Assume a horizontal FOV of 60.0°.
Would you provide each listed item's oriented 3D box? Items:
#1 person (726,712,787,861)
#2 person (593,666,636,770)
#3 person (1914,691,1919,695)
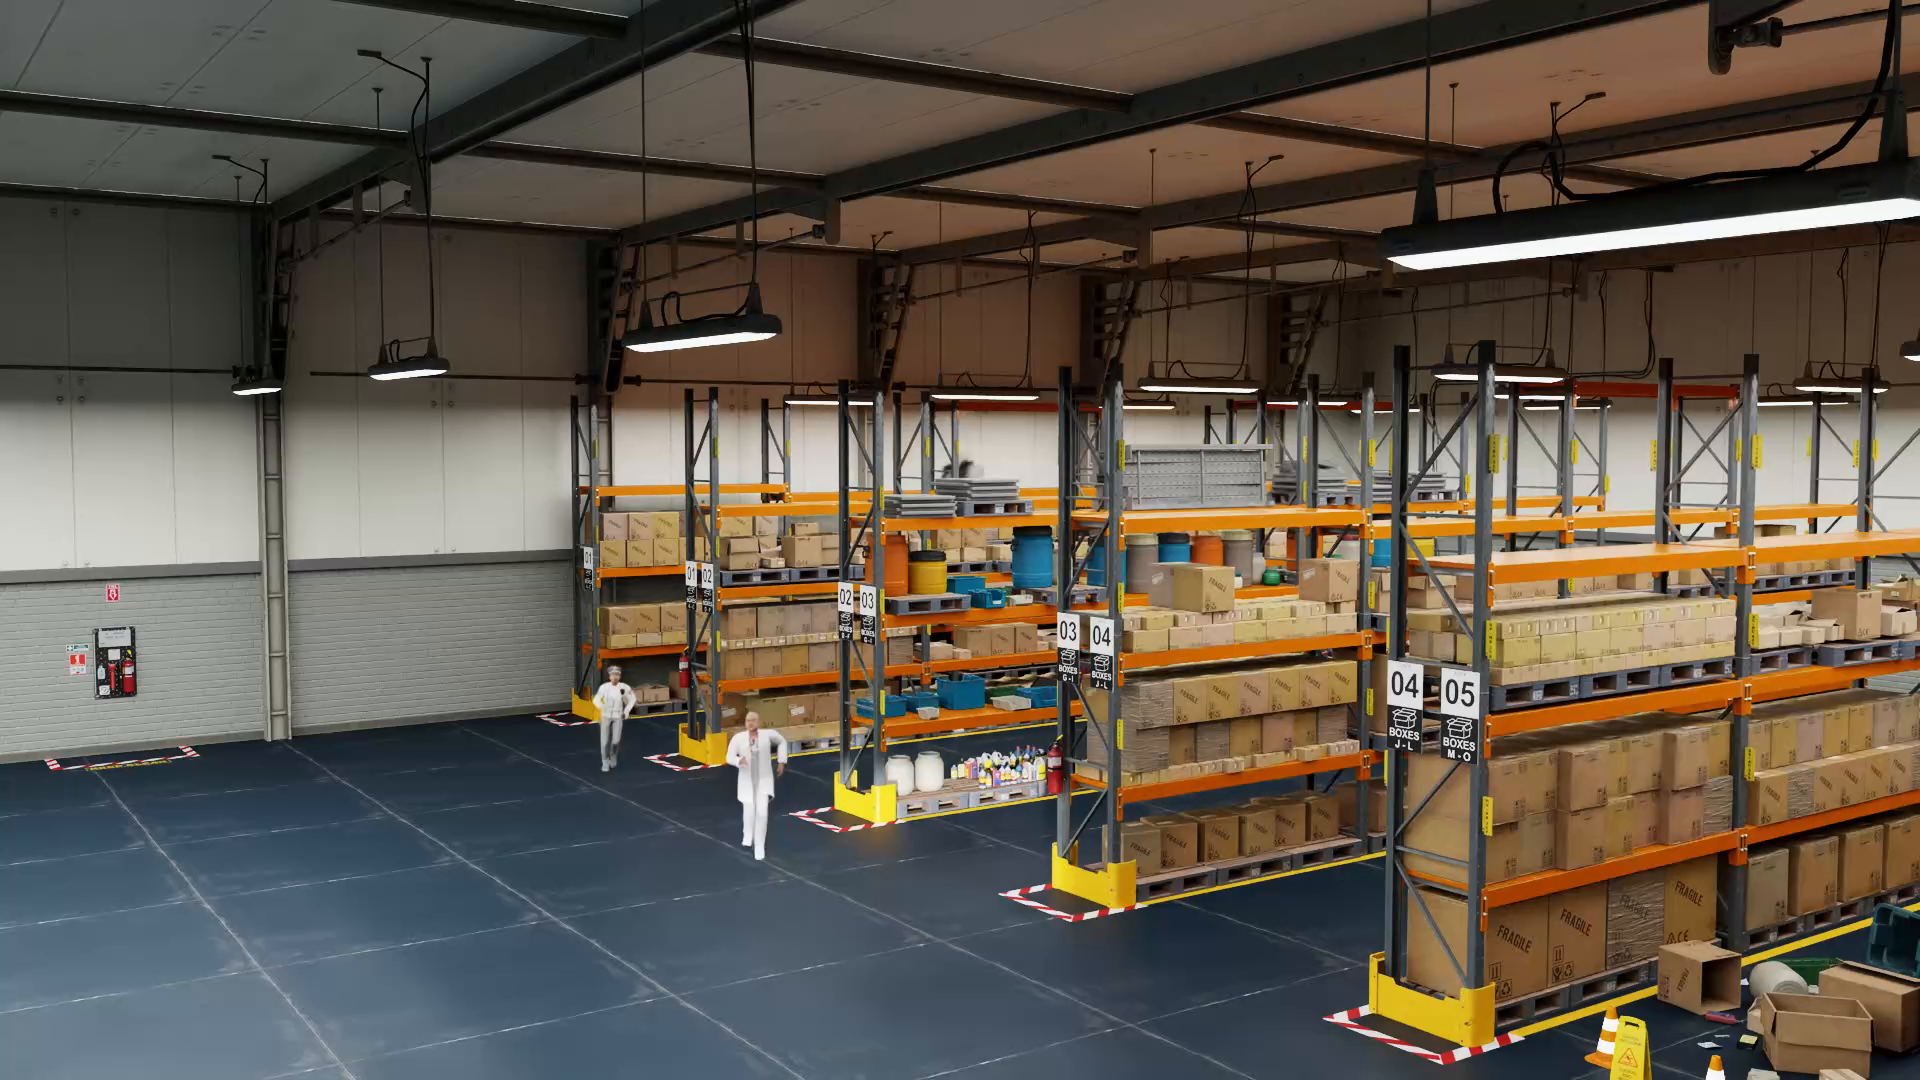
[{"bbox_3d":[-2.532,3.035,20.731,0.731,1.828,0.975,0,3,-1],"label":"person"},{"bbox_3d":[-5.424,2.781,25.898,0.587,1.653,0.582,0,3,-7],"label":"person"},{"bbox_3d":[13.148,2.944,22.849,0.936,1.780,0.688,-3,4,-38],"label":"person"}]
